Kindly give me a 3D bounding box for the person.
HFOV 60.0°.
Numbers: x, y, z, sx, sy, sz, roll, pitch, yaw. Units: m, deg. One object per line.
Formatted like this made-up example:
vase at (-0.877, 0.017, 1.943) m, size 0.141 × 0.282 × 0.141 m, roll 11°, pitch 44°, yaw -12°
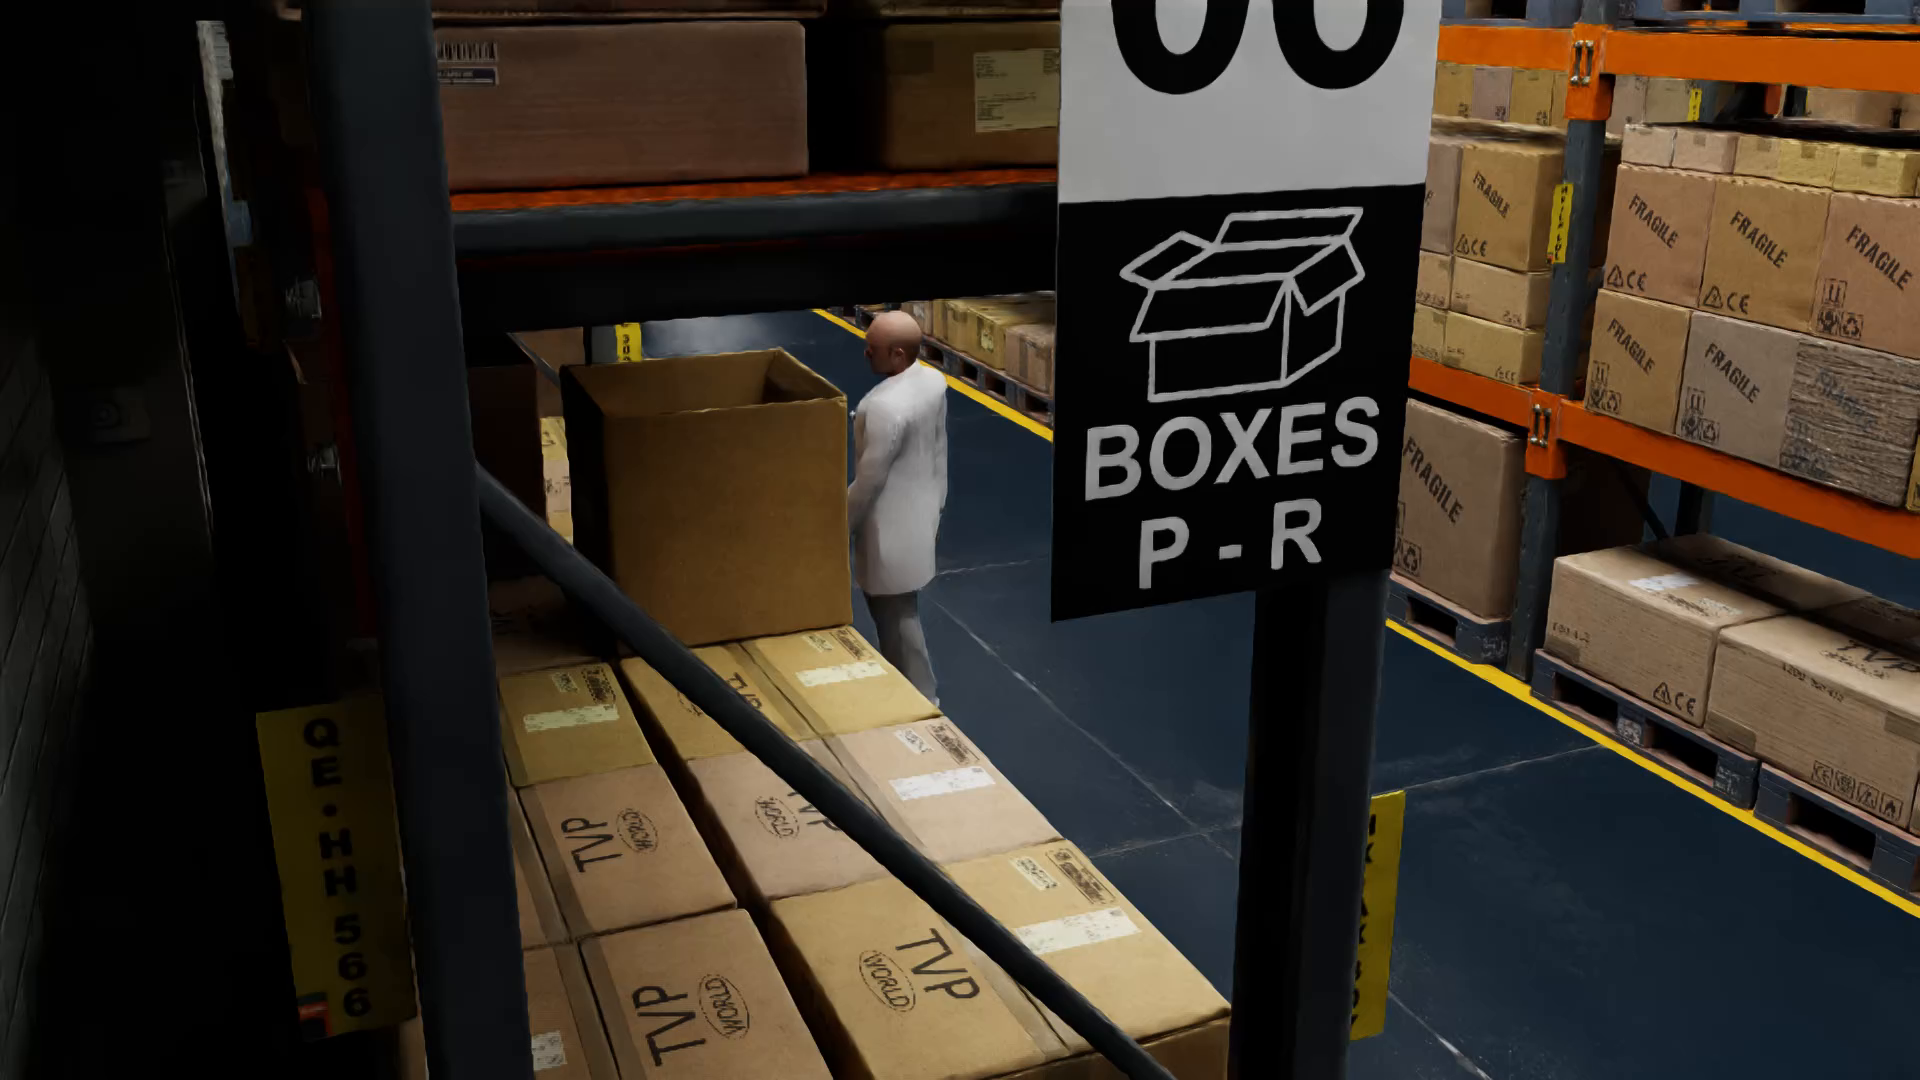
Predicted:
person at (-0.300, -0.077, 6.743) m, size 0.446 × 1.770 × 0.670 m, roll 6°, pitch 20°, yaw 18°
